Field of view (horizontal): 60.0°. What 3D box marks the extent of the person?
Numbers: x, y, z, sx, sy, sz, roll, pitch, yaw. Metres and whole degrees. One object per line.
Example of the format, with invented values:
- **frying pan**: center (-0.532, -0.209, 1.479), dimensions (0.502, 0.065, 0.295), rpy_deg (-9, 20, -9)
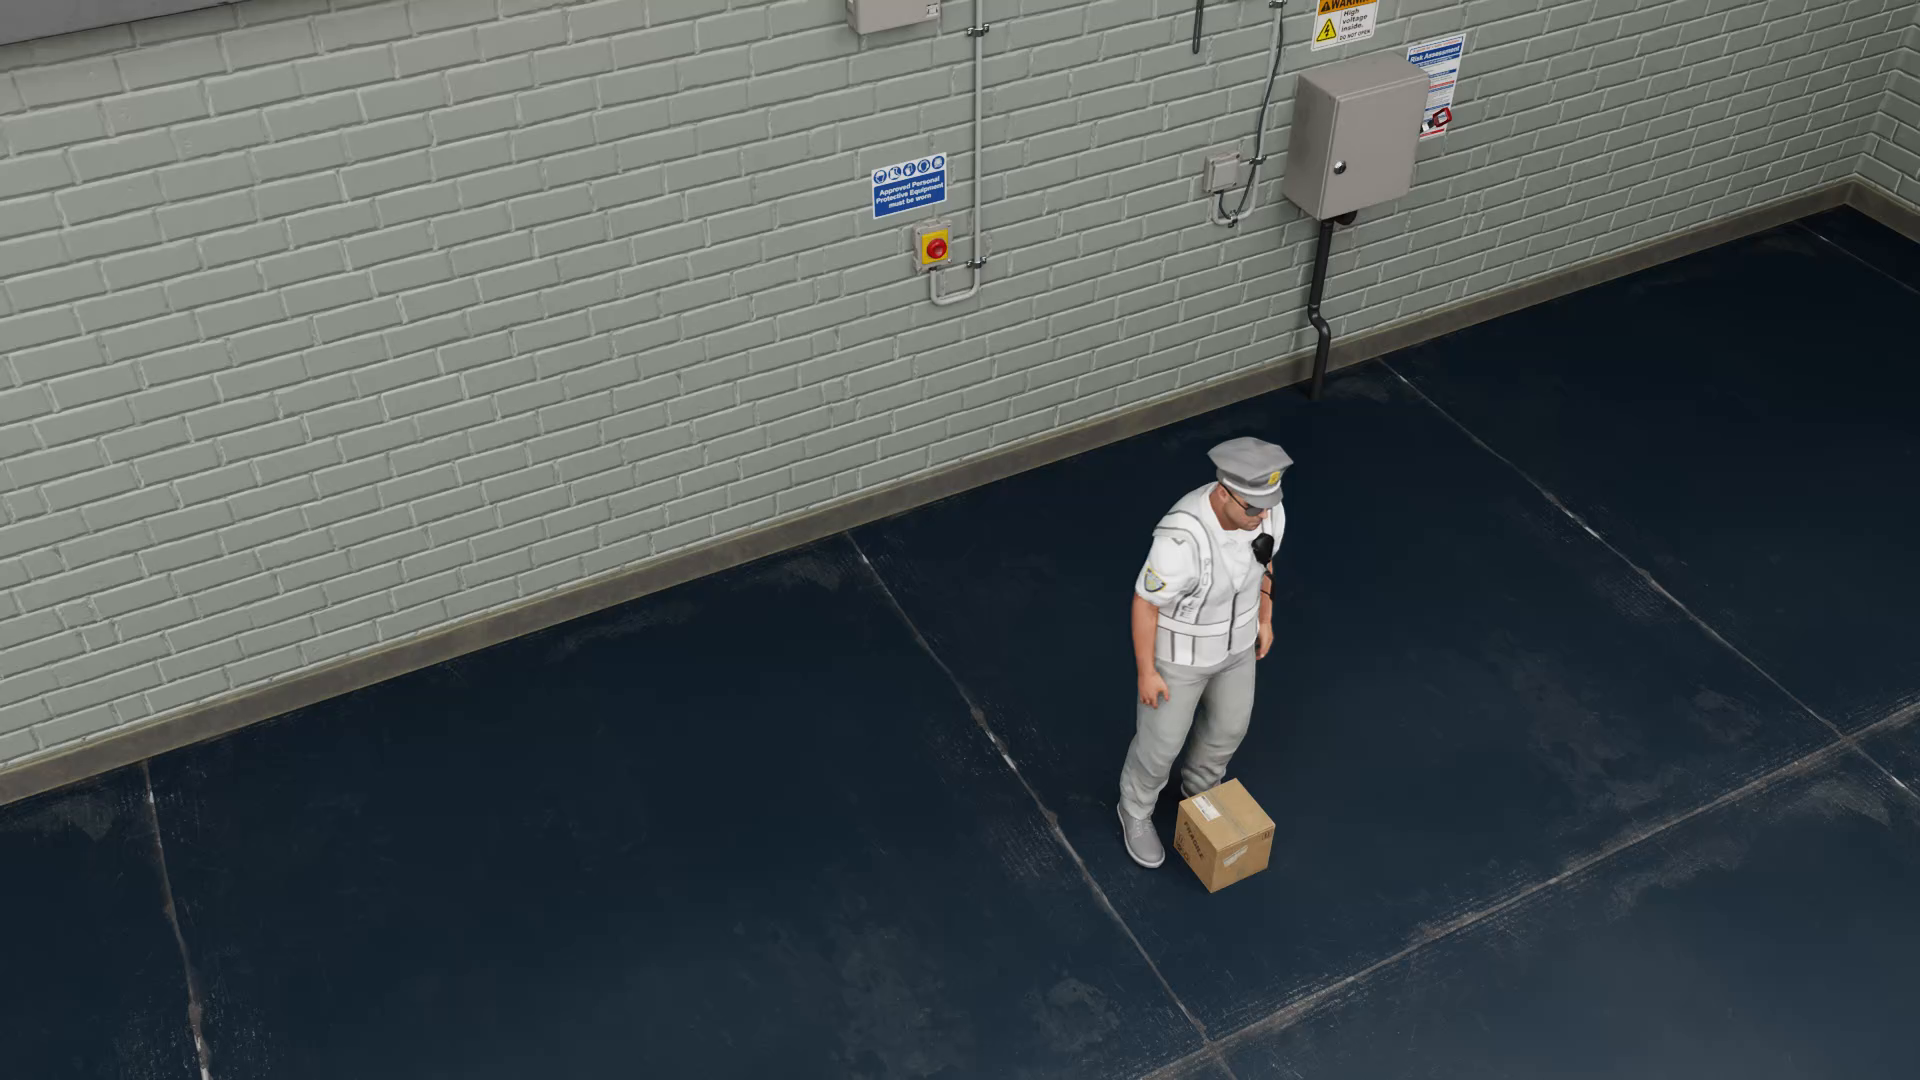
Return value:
- **person**: center (0.840, 0.361, 5.737), dimensions (0.601, 1.747, 0.480), rpy_deg (-21, 45, -23)
